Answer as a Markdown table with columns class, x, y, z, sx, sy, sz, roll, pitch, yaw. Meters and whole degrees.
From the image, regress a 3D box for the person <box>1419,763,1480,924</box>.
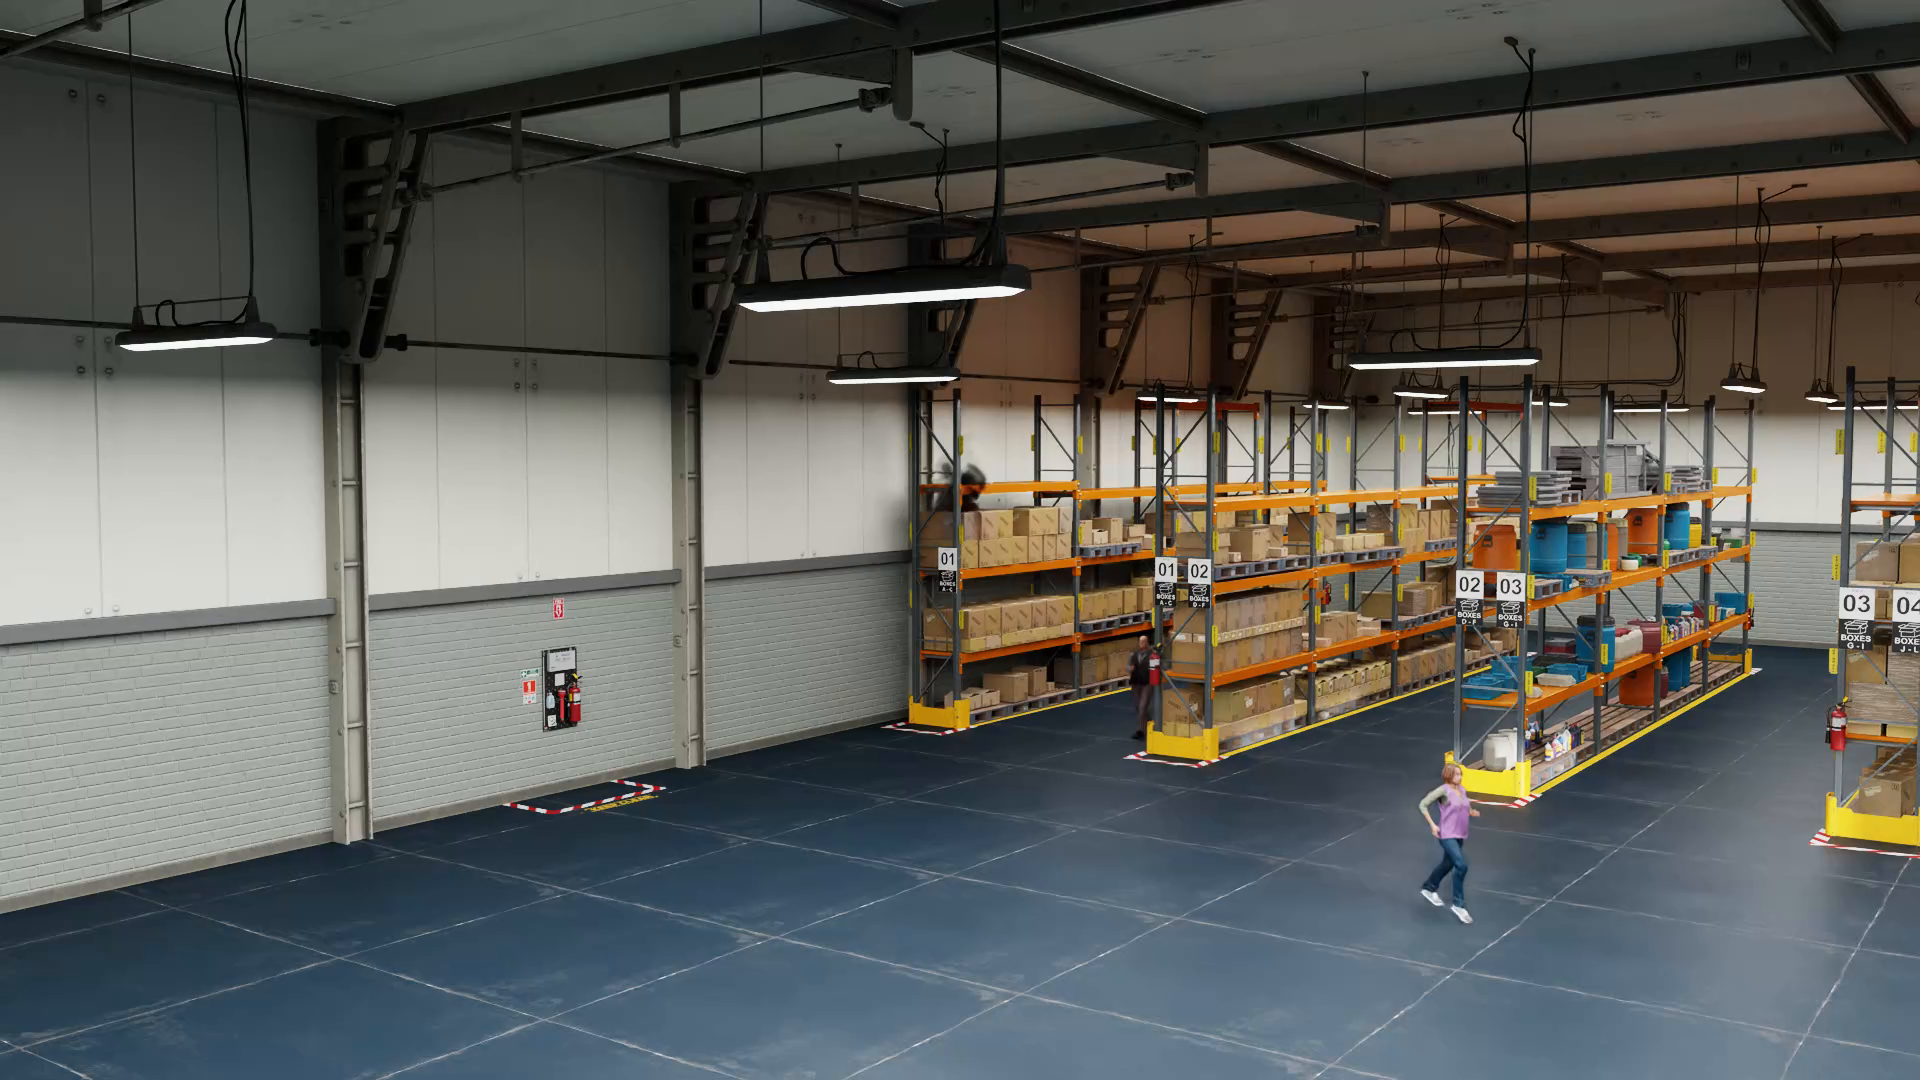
| class | x | y | z | sx | sy | sz | roll | pitch | yaw |
| --- | --- | --- | --- | --- | --- | --- | --- | --- | --- |
| person | 5.203 | 3.186 | 17.675 | 0.510 | 1.643 | 0.737 | -3 | 4 | -39 |

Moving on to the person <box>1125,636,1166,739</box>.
| class | x | y | z | sx | sy | sz | roll | pitch | yaw |
| --- | --- | --- | --- | --- | --- | --- | --- | --- | --- |
| person | 3.140 | 2.495 | 28.499 | 0.657 | 1.707 | 0.971 | 2 | 4 | 32 |
